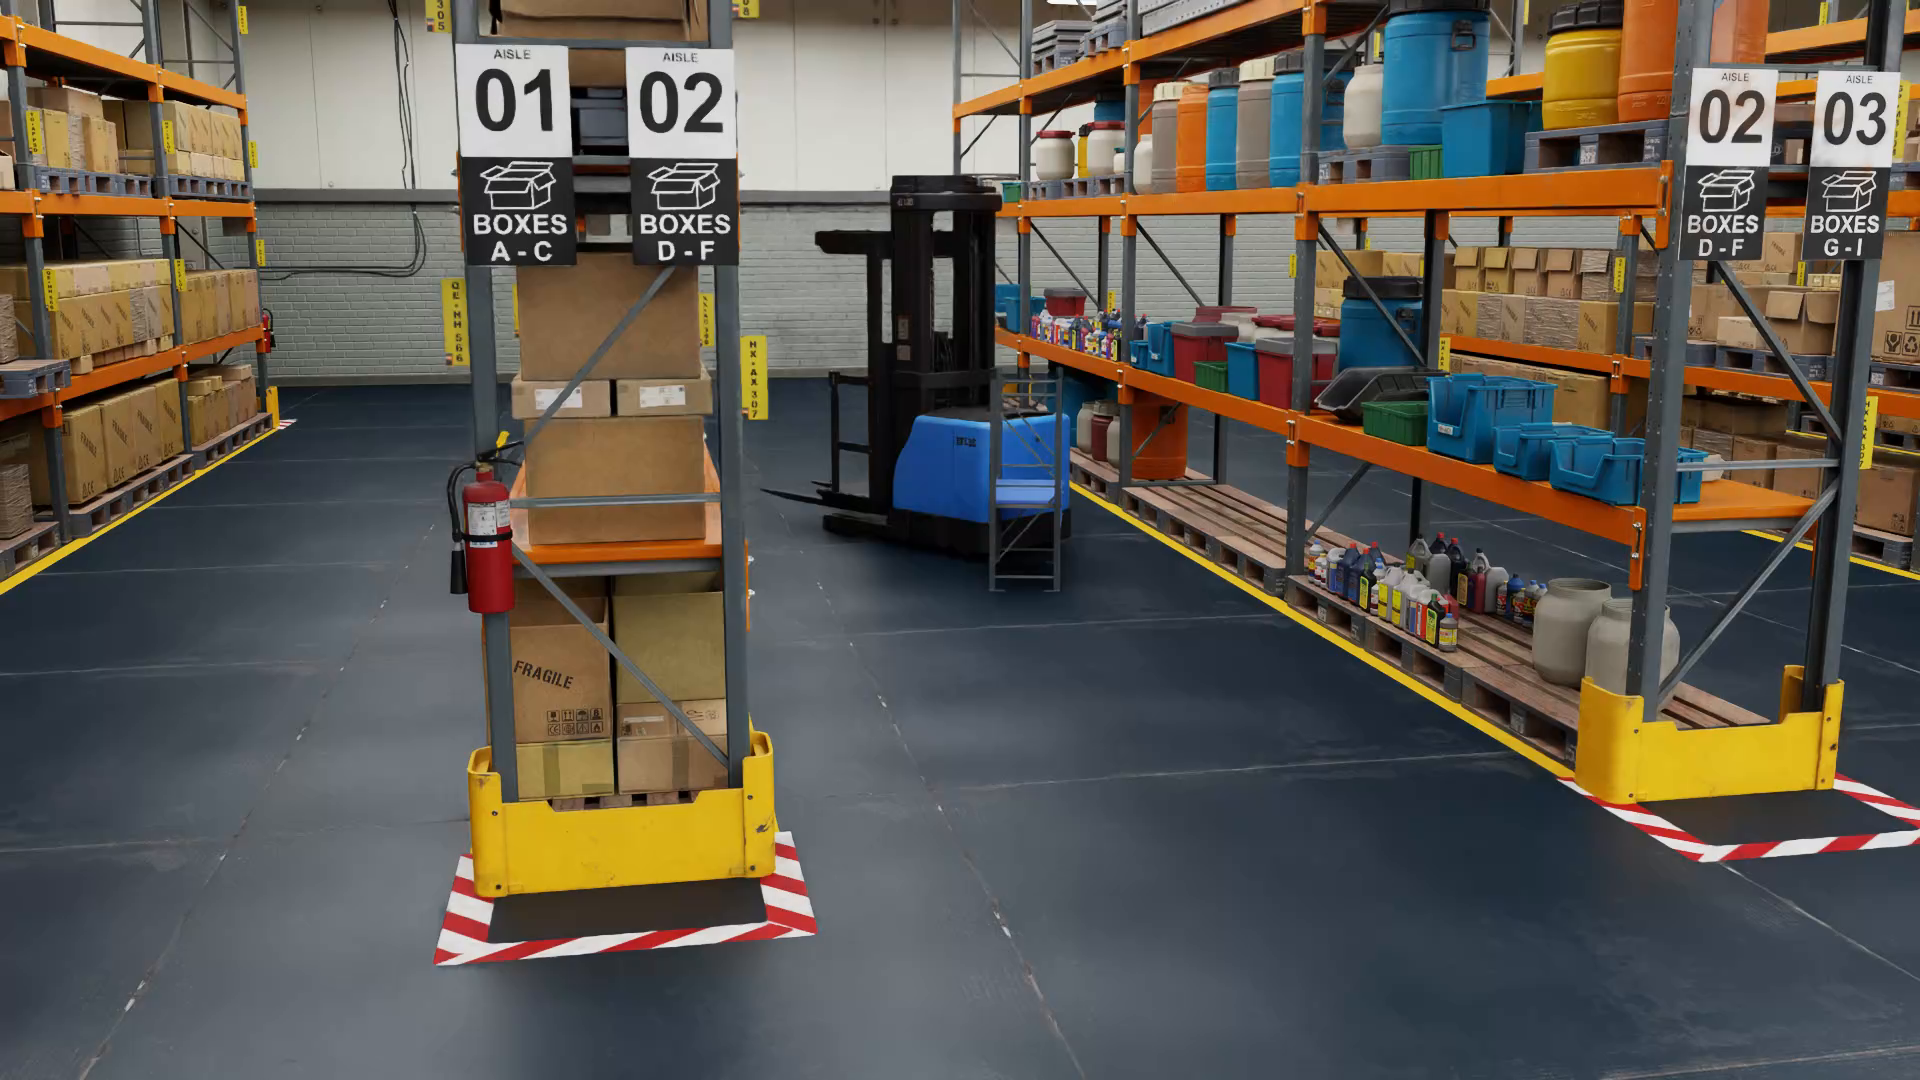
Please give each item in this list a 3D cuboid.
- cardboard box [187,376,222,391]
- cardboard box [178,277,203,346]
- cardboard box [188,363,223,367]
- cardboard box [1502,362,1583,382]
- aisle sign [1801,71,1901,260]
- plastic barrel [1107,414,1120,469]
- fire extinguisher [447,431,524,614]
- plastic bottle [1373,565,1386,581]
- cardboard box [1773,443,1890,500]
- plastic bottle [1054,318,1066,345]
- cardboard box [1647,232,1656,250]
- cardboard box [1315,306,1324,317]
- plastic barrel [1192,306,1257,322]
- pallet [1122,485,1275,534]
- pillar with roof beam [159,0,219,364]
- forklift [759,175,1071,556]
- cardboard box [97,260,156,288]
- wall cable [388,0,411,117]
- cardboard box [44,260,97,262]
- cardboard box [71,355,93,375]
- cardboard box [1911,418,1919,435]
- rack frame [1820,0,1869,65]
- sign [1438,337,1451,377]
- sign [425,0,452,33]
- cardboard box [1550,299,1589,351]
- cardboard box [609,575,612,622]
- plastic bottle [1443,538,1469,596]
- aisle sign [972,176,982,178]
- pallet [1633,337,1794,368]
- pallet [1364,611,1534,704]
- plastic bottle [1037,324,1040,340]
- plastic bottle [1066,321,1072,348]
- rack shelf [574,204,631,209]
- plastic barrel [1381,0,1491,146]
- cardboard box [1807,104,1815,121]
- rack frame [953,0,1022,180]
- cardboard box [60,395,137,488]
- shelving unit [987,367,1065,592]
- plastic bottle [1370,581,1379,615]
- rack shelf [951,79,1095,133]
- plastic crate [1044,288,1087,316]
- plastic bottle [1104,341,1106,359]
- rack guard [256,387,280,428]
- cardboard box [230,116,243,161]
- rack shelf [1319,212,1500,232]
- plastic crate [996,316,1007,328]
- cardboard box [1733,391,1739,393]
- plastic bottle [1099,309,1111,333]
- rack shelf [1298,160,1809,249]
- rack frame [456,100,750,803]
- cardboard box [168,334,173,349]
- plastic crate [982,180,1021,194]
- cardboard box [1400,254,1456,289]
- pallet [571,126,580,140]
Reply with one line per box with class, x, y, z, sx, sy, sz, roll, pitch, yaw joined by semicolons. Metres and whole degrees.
cardboard box;-8.570;-1.769;18.796;0.380;0.149;0.250;-2;11;-13
cardboard box;-8.626;-2.413;17.552;0.980;0.700;0.700;-2;11;-10
cardboard box;-9.300;-2.088;20.469;0.380;0.149;0.250;-2;11;-11
cardboard box;6.539;-1.426;17.728;1.225;0.875;0.875;-2;11;-11
aisle sign;3.817;-1.600;7.127;0.394;0.787;0.004;-2;11;-11
plastic barrel;1.650;-0.966;16.281;0.421;0.512;0.421;0;11;0
fire extinguisher;-1.776;-0.069;6.246;0.296;0.674;0.183;-2;11;-11
plastic bottle;2.590;0.289;10.279;0.097;0.271;0.097;0;11;0
cardboard box;7.314;-0.531;13.975;0.700;0.500;0.500;-3;11;-16
plastic bottle;1.078;-2.197;17.548;0.152;0.276;0.135;-2;11;-11
cardboard box;10.078;-4.104;23.499;0.500;0.500;0.500;-2;11;-9
cardboard box;5.109;-3.146;22.872;0.380;0.149;0.250;-2;11;-12
plastic barrel;2.347;-1.785;14.691;0.600;0.536;0.708;-2;11;-11
pallet;2.072;-0.279;14.599;1.003;0.211;1.213;-2;11;-11
pillar with roof beam;-6.465;-6.467;23.607;9.100;9.000;0.400;-2;11;-11
forklift;-0.503;-1.526;13.877;3.031;2.935;1.130;11;15;44
cardboard box;-8.104;-2.569;16.049;0.500;0.250;0.500;-2;11;-10
wall cable;-7.410;-7.951;26.201;3.097;2.526;0.112;-2;11;-11
cardboard box;-8.594;-2.550;15.949;0.500;0.250;0.500;-2;11;-10
cardboard box;-7.604;-1.486;14.100;0.380;0.149;0.250;-2;11;-9
cardboard box;11.103;-1.416;18.675;0.500;0.500;0.500;-3;11;-14
rack frame;10.925;-5.815;20.183;1.000;3.000;0.127;-2;11;-11
sign;3.280;-1.213;11.307;0.100;0.325;0.005;-2;11;-11
sign;-1.879;-1.998;5.995;0.100;0.325;0.005;-2;11;-11
cardboard box;6.388;-2.195;16.939;0.500;0.500;0.500;-2;11;-12
cardboard box;-2.144;0.176;8.973;0.500;0.500;0.500;-2;11;-11
plastic bottle;3.183;0.169;10.694;0.144;0.351;0.185;-3;11;-14
aisle sign;0.098;-4.539;22.571;0.394;0.787;0.004;-2;11;-11
pallet;7.061;-1.752;15.390;1.213;0.211;1.003;-2;11;-11
pallet;3.068;0.660;9.666;1.003;0.211;1.213;-2;11;-11
plastic bottle;0.901;-2.301;18.294;0.097;0.201;0.097;0;11;0
plastic bottle;1.138;-2.112;17.114;0.097;0.271;0.097;0;11;0
rack shelf;-2.511;-2.367;12.009;1.077;0.370;4.000;-2;11;-11
plastic barrel;2.826;-2.799;9.892;0.600;0.901;0.708;-2;11;-11
cardboard box;7.348;-3.478;14.318;0.500;0.500;0.500;-2;11;-10
rack frame;0.404;-6.207;22.240;1.000;3.000;0.127;-2;11;-11
cardboard box;-7.937;-0.883;14.940;0.750;0.750;0.750;-2;11;-11
shelving unit;0.492;-0.467;12.141;0.538;1.500;1.048;1;11;4
plastic bottle;2.557;0.350;10.142;0.097;0.201;0.097;0;11;0
rack shelf;0.793;-5.290;20.418;1.077;0.370;4.000;-2;11;-11
plastic crate;1.254;-2.760;19.844;0.402;0.464;0.583;-2;11;-11
plastic bottle;1.413;-1.818;15.756;0.097;0.201;0.097;0;11;0
rack guard;-9.319;-1.676;21.165;1.175;0.500;0.348;-2;11;-11
cardboard box;-8.904;-4.799;19.870;0.500;0.500;0.500;-2;11;-11
rack shelf;5.651;-4.193;21.607;1.077;0.370;4.000;-2;11;-11
plastic crate;0.701;-2.616;19.994;0.437;0.125;0.590;-2;11;-11
cardboard box;10.465;-2.014;21.959;0.380;0.149;0.250;-2;11;-10
plastic bottle;1.576;-2.306;17.923;0.144;0.351;0.185;-2;11;-11
rack shelf;3.127;-1.812;9.098;1.077;0.370;4.000;-2;11;-11
rack frame;-1.344;-0.146;6.441;1.000;3.000;0.127;-2;11;-11
cardboard box;-8.193;-2.001;16.804;0.380;0.149;0.250;-2;11;-10
plastic crate;0.532;-4.258;20.337;0.437;0.282;0.530;-2;11;-11
cardboard box;5.688;-3.222;20.201;0.500;0.500;0.500;-2;11;-9
pallet;-1.697;-1.931;8.033;1.003;0.211;1.213;-2;11;-11
